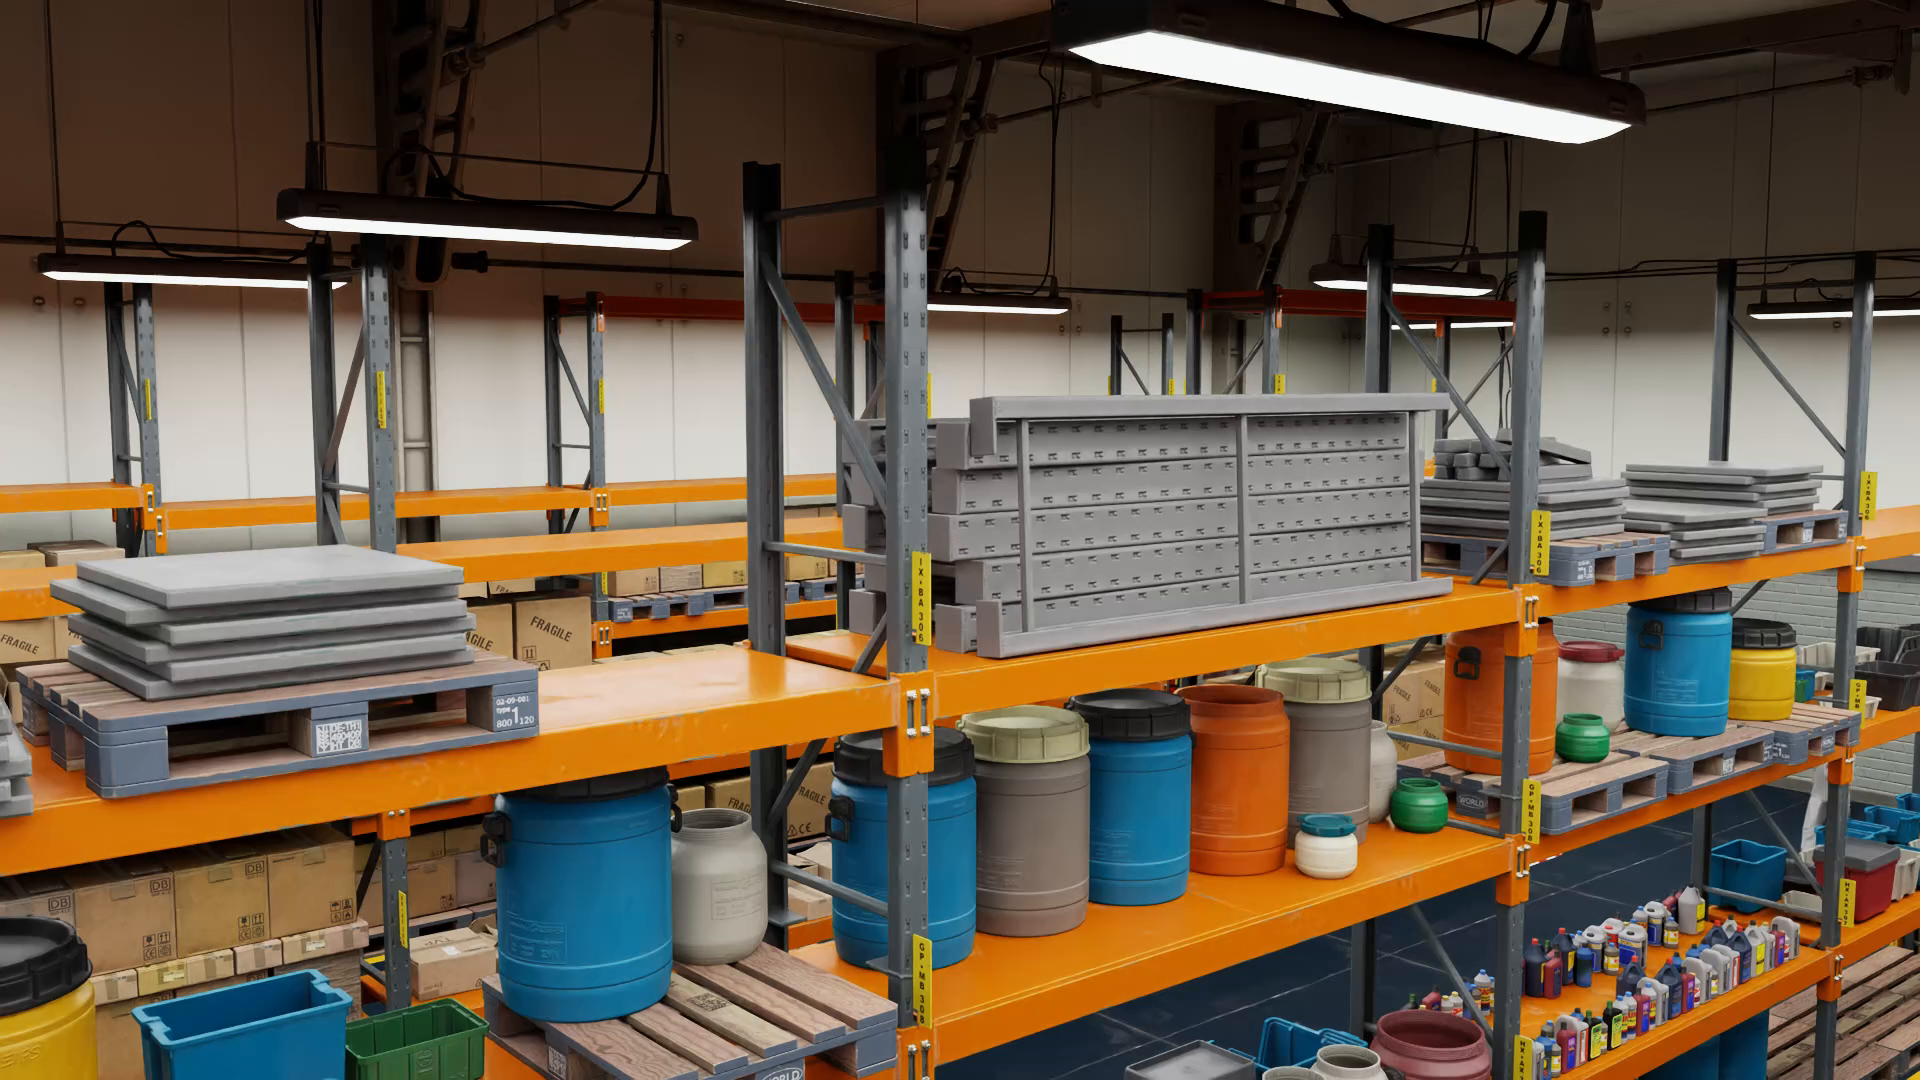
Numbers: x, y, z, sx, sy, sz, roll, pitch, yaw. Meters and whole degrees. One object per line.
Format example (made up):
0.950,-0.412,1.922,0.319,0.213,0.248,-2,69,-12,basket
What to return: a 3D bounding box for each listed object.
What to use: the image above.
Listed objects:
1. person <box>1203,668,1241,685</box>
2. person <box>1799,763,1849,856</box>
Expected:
3.516,2.094,22.491,0.616,1.770,0.631,-3,6,-30,person
9.033,2.683,17.299,1.064,1.604,0.455,-4,7,-39,person
